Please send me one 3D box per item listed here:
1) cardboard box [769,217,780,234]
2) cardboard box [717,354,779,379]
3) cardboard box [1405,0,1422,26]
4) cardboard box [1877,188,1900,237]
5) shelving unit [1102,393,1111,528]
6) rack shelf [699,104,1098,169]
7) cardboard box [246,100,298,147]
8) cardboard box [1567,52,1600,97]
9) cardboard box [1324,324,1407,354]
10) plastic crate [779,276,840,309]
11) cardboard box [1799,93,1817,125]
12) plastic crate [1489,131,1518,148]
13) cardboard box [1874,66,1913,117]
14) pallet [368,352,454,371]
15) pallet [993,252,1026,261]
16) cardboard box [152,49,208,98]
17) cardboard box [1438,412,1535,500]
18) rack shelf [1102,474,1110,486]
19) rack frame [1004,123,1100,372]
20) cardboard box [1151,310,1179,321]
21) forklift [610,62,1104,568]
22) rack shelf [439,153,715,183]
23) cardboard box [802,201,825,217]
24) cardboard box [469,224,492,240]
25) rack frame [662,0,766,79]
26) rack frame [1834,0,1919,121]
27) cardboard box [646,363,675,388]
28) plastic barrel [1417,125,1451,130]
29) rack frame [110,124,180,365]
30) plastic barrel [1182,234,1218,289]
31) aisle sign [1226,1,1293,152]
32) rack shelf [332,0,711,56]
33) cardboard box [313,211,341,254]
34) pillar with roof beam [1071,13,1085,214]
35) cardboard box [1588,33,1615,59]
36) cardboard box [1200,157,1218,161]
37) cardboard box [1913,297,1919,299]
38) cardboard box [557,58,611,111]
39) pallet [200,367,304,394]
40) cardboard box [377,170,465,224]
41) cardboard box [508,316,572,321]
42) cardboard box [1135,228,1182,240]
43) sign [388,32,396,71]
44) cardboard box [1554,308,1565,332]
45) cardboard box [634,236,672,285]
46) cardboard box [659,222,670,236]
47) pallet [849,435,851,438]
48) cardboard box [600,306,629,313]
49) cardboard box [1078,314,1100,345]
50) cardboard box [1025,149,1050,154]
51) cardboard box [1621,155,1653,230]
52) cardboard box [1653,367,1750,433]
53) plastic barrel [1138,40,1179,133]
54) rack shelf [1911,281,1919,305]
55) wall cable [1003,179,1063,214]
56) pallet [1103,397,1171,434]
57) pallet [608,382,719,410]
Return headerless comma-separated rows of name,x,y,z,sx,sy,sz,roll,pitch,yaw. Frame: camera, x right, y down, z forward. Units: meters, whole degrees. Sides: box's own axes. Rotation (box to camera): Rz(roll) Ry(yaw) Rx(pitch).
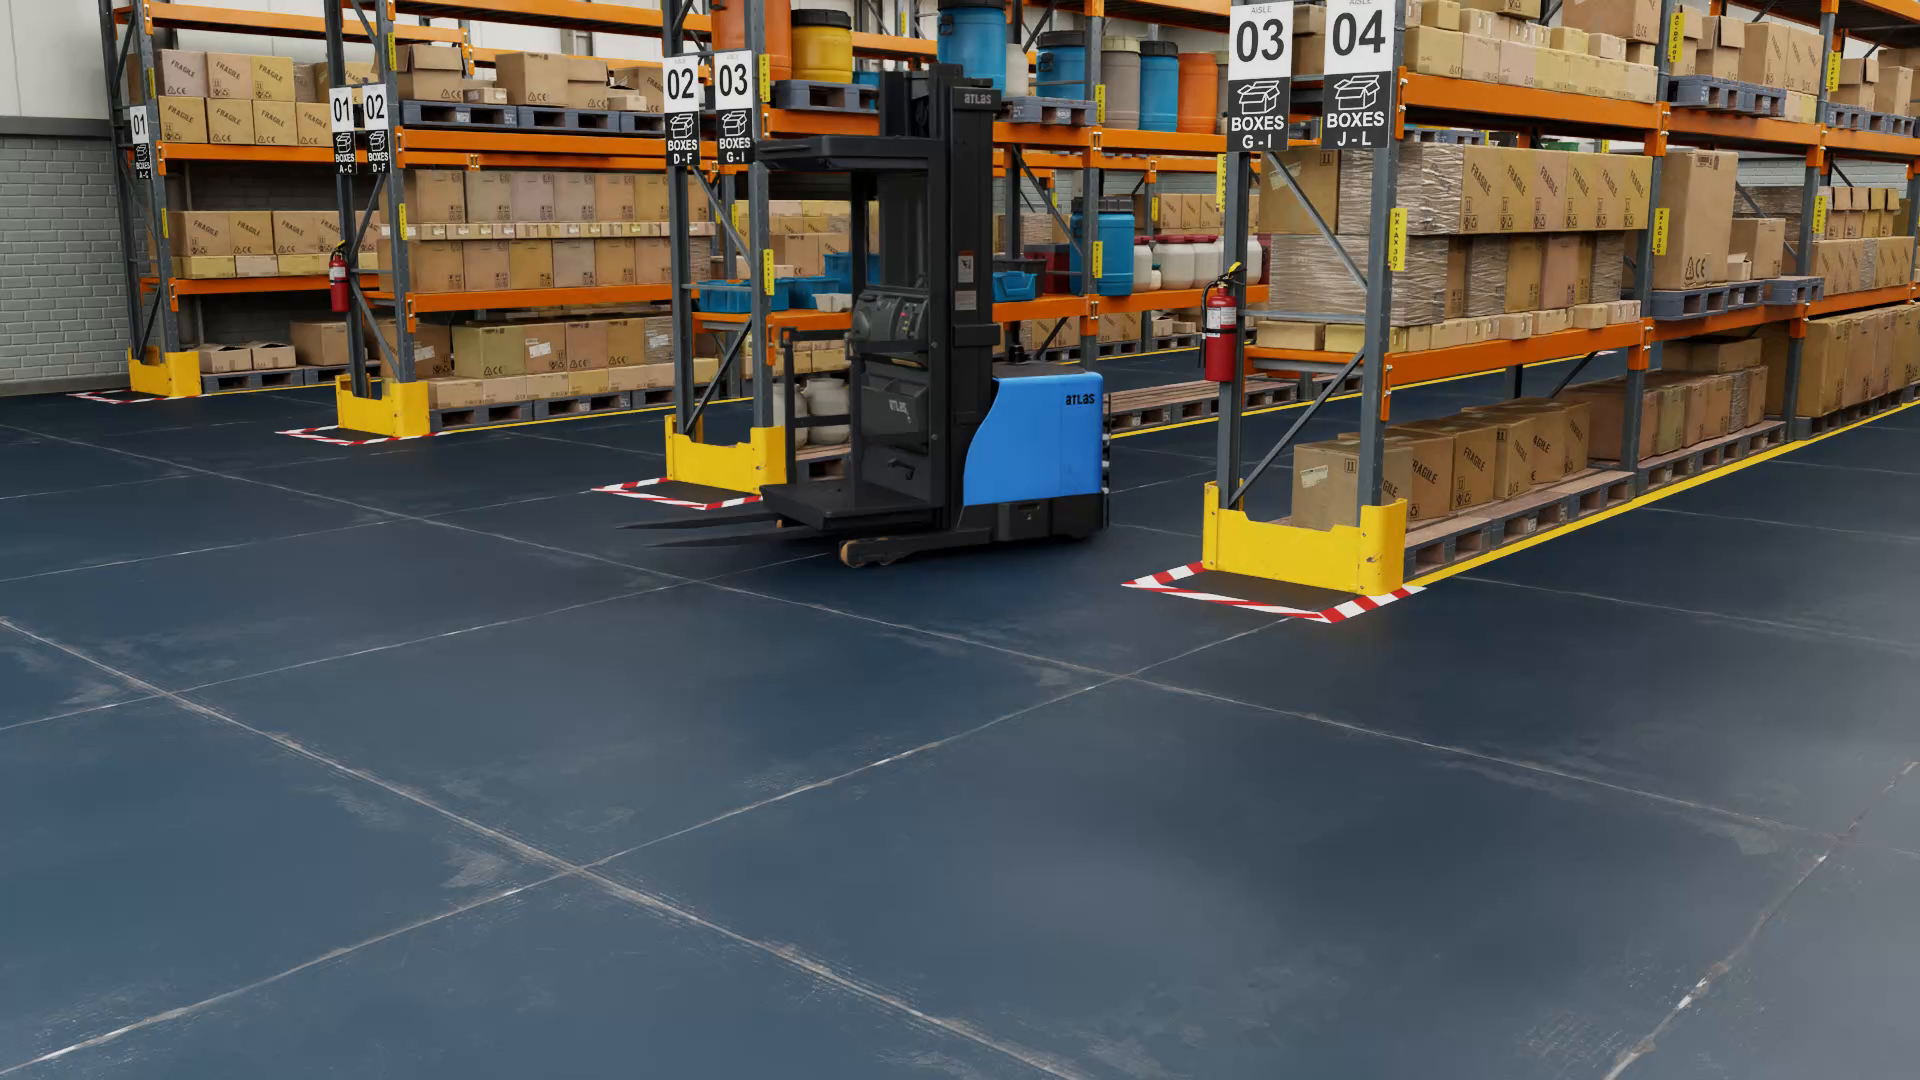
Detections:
cardboard box,-3.098,-4.663,25.334,0.500,0.500,0.500,10,15,42
cardboard box,-2.428,-2.001,19.018,0.500,0.250,0.500,9,15,39
cardboard box,2.274,-2.849,9.026,0.380,0.149,0.250,10,15,40
cardboard box,9.424,-3.457,17.546,0.797,0.503,0.637,9,15,39
shelving unit,0.844,-0.531,11.072,0.210,0.900,0.258,-6,13,-28
rack shelf,-0.482,-3.299,13.747,1.077,0.370,4.000,10,15,40
cardboard box,-8.115,-4.865,19.447,0.500,0.500,0.500,11,16,43
cardboard box,3.769,-2.980,10.697,0.500,0.250,0.500,10,15,40
cardboard box,2.285,-1.134,9.371,0.380,0.149,0.250,10,15,40
plastic crate,-1.264,-2.021,13.549,0.499,0.251,0.408,10,15,40
cardboard box,7.070,-3.719,14.396,0.500,0.250,0.500,10,15,40
plastic crate,7.145,-5.206,21.793,0.497,0.269,0.590,10,15,40
cardboard box,9.464,-4.651,17.352,0.700,0.500,0.500,10,15,42
pallet,-7.020,-2.285,21.612,1.003,0.211,1.213,10,15,40
pallet,0.155,-3.719,22.163,1.213,0.211,1.003,10,15,40
cardboard box,-8.807,-5.213,18.633,0.500,0.500,0.500,8,14,36
cardboard box,3.541,-0.574,11.237,0.500,0.500,0.500,8,14,35
rack shelf,0.844,-0.410,11.097,0.200,0.077,0.258,-6,13,-28
rack frame,0.838,-2.475,15.443,1.000,3.000,0.127,10,15,40
cardboard box,3.059,-3.421,25.922,0.500,0.311,0.500,10,15,40
forklift,-0.615,-1.387,10.171,3.031,2.935,1.130,-6,13,-28
rack shelf,-5.284,-5.168,23.106,1.077,0.370,4.000,10,15,40
cardboard box,-2.456,-5.179,26.004,0.500,0.250,0.500,9,15,39
cardboard box,-4.762,-3.000,16.162,0.380,0.149,0.250,10,15,41
rack frame,-1.802,-4.828,11.909,1.000,3.000,0.127,10,15,40
rack frame,9.840,-5.953,17.543,1.000,3.000,0.127,10,15,40
cardboard box,-3.360,-1.805,18.036,0.500,0.250,0.500,10,15,40
plastic barrel,5.669,-5.260,20.179,0.600,0.588,0.600,0,11,0
rack frame,-9.244,-3.167,18.910,1.000,3.000,0.127,10,15,40
plastic barrel,2.404,-2.825,16.852,0.433,0.535,0.433,0,11,0
aisle sign,1.652,-2.550,9.185,0.394,0.787,0.004,10,15,40
rack shelf,-4.200,-5.215,16.701,1.077,0.370,4.000,10,15,40
cardboard box,-7.692,-3.727,20.129,0.500,0.500,0.500,10,15,42
pillar with roof beam,5.684,-8.416,29.870,9.100,9.000,0.548,10,15,40
cardboard box,4.053,-3.223,10.894,0.380,0.149,0.250,9,15,39
cardboard box,3.572,-5.876,25.198,0.500,0.250,0.500,10,15,40
cardboard box,10.929,-2.395,19.395,0.875,0.875,0.875,10,15,40
cardboard box,-4.062,-4.686,17.162,0.637,0.503,0.797,-10,15,-41
pallet,-8.631,-1.926,19.815,1.003,0.211,1.213,10,15,40
cardboard box,-5.168,-3.287,15.944,0.700,0.500,0.500,10,15,41
cardboard box,-4.410,-2.092,17.562,0.500,0.500,0.500,10,15,40
cardboard box,2.942,-4.382,24.735,0.500,0.500,0.500,10,15,42
sign,-5.108,-4.393,14.955,0.100,0.325,0.005,10,15,40
cardboard box,3.775,-1.464,11.025,0.380,0.149,0.250,10,15,40
cardboard box,-3.512,-3.020,17.919,0.700,0.500,0.500,10,15,40
cardboard box,-3.234,-3.340,17.865,0.380,0.149,0.250,9,15,39
pallet,-0.442,-0.834,14.346,1.003,0.211,1.213,10,15,40
cardboard box,-5.133,-3.084,23.752,0.700,0.500,0.500,10,15,40
cardboard box,1.626,-3.028,23.471,0.500,0.500,0.500,10,15,41
cardboard box,0.703,-5.444,22.397,0.910,0.500,0.500,10,15,40
cardboard box,4.468,-2.418,11.591,0.500,0.500,0.500,10,15,40
cardboard box,6.415,-1.228,14.462,0.700,0.500,0.500,8,14,36
plastic barrel,1.874,-4.487,16.579,0.600,0.901,0.708,10,15,40
rack shelf,11.160,-2.953,19.674,1.077,0.370,4.000,10,15,40
wall cable,1.452,-6.330,32.152,0.084,1.984,1.851,10,15,40
pallet,1.327,-1.228,16.320,1.003,0.211,1.213,10,15,40
pallet,-3.437,-1.637,18.367,1.003,0.211,1.213,10,15,40
